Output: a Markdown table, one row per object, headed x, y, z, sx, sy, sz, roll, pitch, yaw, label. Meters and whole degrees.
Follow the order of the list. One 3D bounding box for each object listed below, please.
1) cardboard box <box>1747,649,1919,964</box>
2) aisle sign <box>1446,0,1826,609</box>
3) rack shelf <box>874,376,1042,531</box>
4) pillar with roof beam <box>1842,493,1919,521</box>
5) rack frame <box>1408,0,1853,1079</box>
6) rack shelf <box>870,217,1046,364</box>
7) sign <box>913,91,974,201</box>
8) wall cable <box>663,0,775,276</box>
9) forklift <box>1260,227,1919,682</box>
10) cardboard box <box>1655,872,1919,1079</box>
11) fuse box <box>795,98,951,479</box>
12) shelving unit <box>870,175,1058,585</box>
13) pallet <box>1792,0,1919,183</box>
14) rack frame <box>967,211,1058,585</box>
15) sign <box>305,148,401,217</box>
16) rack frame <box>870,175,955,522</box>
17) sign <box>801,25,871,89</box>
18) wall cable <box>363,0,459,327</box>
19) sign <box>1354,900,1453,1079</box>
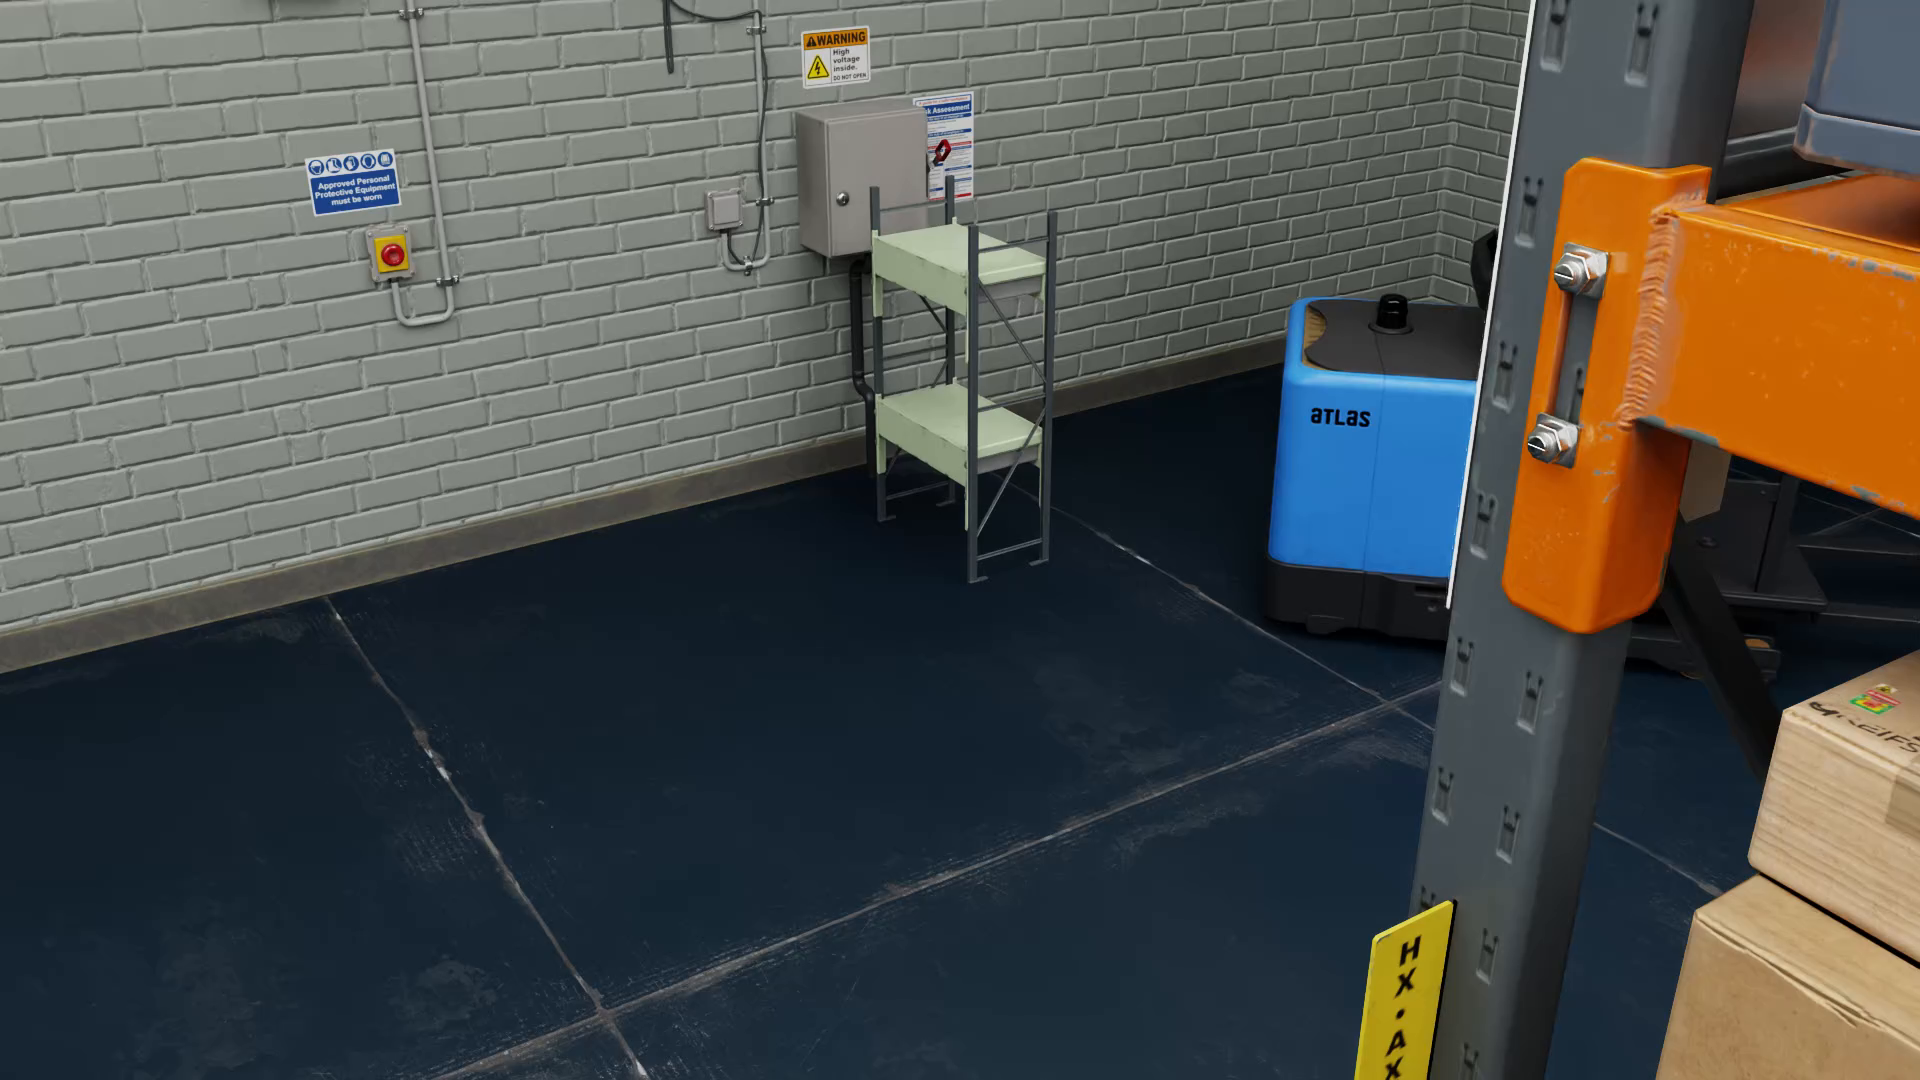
| x | y | z | sx | sy | sz | roll | pitch | yaw | label |
| --- | --- | --- | --- | --- | --- | --- | --- | --- | --- |
| 0.844 | 0.194 | 1.278 | 0.380 | 0.149 | 0.250 | -15 | 29 | -29 | cardboard box |
| 0.600 | -0.341 | 1.413 | 0.394 | 0.787 | 0.004 | -16 | 29 | -30 | aisle sign |
| 0.004 | -0.381 | 7.064 | 0.431 | 0.370 | 0.720 | -16 | 29 | -30 | rack shelf |
| 0.715 | -3.249 | 3.592 | 9.100 | 9.000 | 0.400 | -16 | 29 | -30 | pillar with roof beam |
| 0.885 | 0.792 | 2.058 | 0.949 | 2.616 | 0.053 | -16 | 29 | -30 | rack frame |
| 0.004 | -1.029 | 6.758 | 0.431 | 0.370 | 0.720 | -16 | 29 | -30 | rack shelf |
| -0.075 | -1.802 | 7.665 | 0.329 | 0.494 | 0.001 | -16 | 29 | -30 | sign |
| -1.033 | -2.013 | 6.810 | 0.588 | 1.984 | 0.122 | -16 | 29 | -30 | wall cable |
| 2.745 | -1.041 | 6.022 | 3.031 | 2.935 | 1.130 | 5 | 26 | 11 | forklift |
| 0.906 | 0.534 | 1.318 | 0.500 | 0.500 | 0.500 | -16 | 30 | -31 | cardboard box |
| -0.376 | -1.073 | 7.519 | 0.539 | 1.711 | 0.414 | -16 | 29 | -30 | fuse box |
| 0.004 | -0.676 | 6.925 | 0.431 | 1.500 | 0.755 | -16 | 29 | -30 | shelving unit |
| 1.296 | -0.261 | 0.878 | 1.003 | 0.211 | 1.213 | -16 | 29 | -30 | pallet |
| 0.203 | -0.545 | 6.647 | 0.400 | 1.500 | 0.023 | -16 | 29 | -30 | rack frame |
| -2.289 | -1.351 | 6.282 | 0.327 | 0.218 | 0.001 | -16 | 29 | -30 | sign |
| -0.196 | -0.807 | 7.202 | 0.400 | 1.500 | 0.023 | -16 | 29 | -30 | rack frame |
| -0.535 | -2.091 | 7.197 | 0.339 | 0.242 | 0.001 | -16 | 29 | -30 | sign |
| -2.215 | -1.692 | 6.094 | 0.585 | 1.953 | 0.123 | -16 | 29 | -30 | wall cable |
| 0.414 | 0.493 | 1.586 | 0.100 | 0.325 | 0.005 | -16 | 29 | -30 | sign |
